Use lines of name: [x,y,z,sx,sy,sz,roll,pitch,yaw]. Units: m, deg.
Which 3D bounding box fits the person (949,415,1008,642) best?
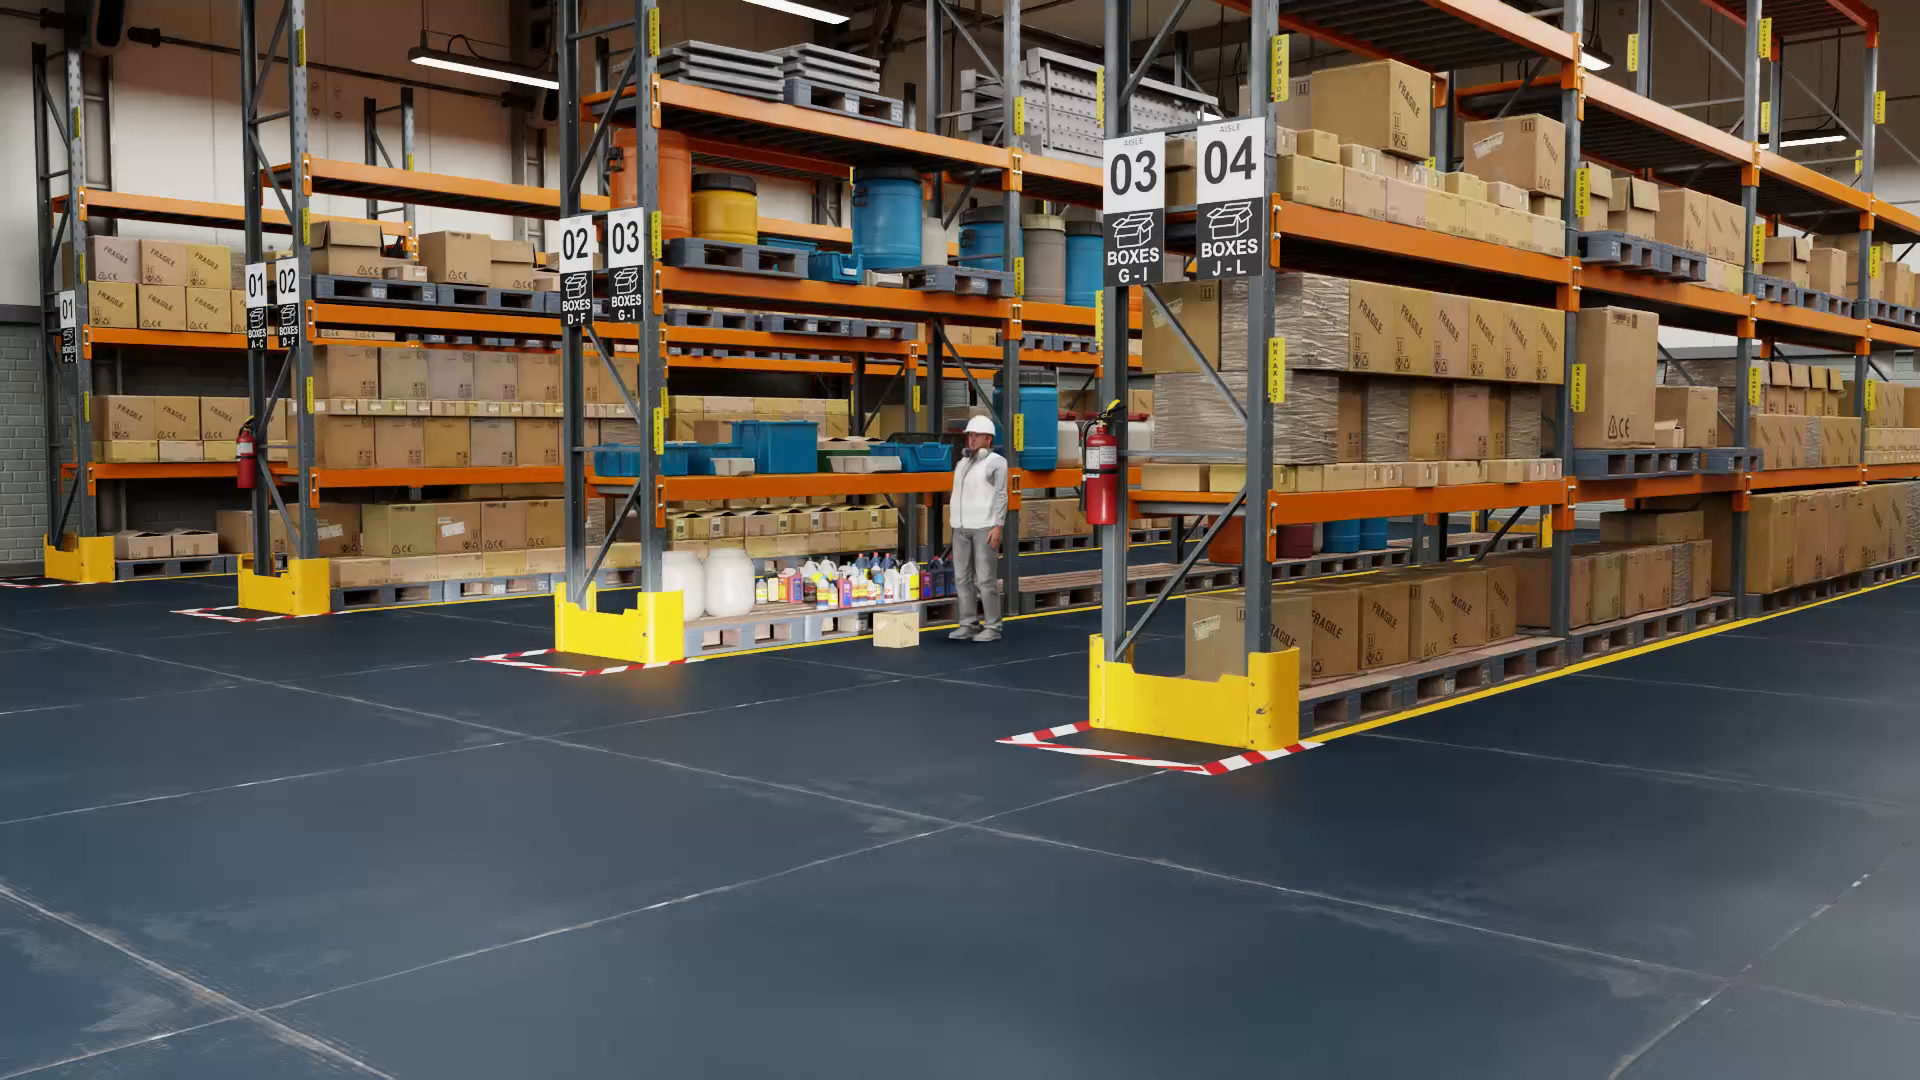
person: [0.141,-0.093,13.054,0.531,1.768,0.359,3,5,42]
